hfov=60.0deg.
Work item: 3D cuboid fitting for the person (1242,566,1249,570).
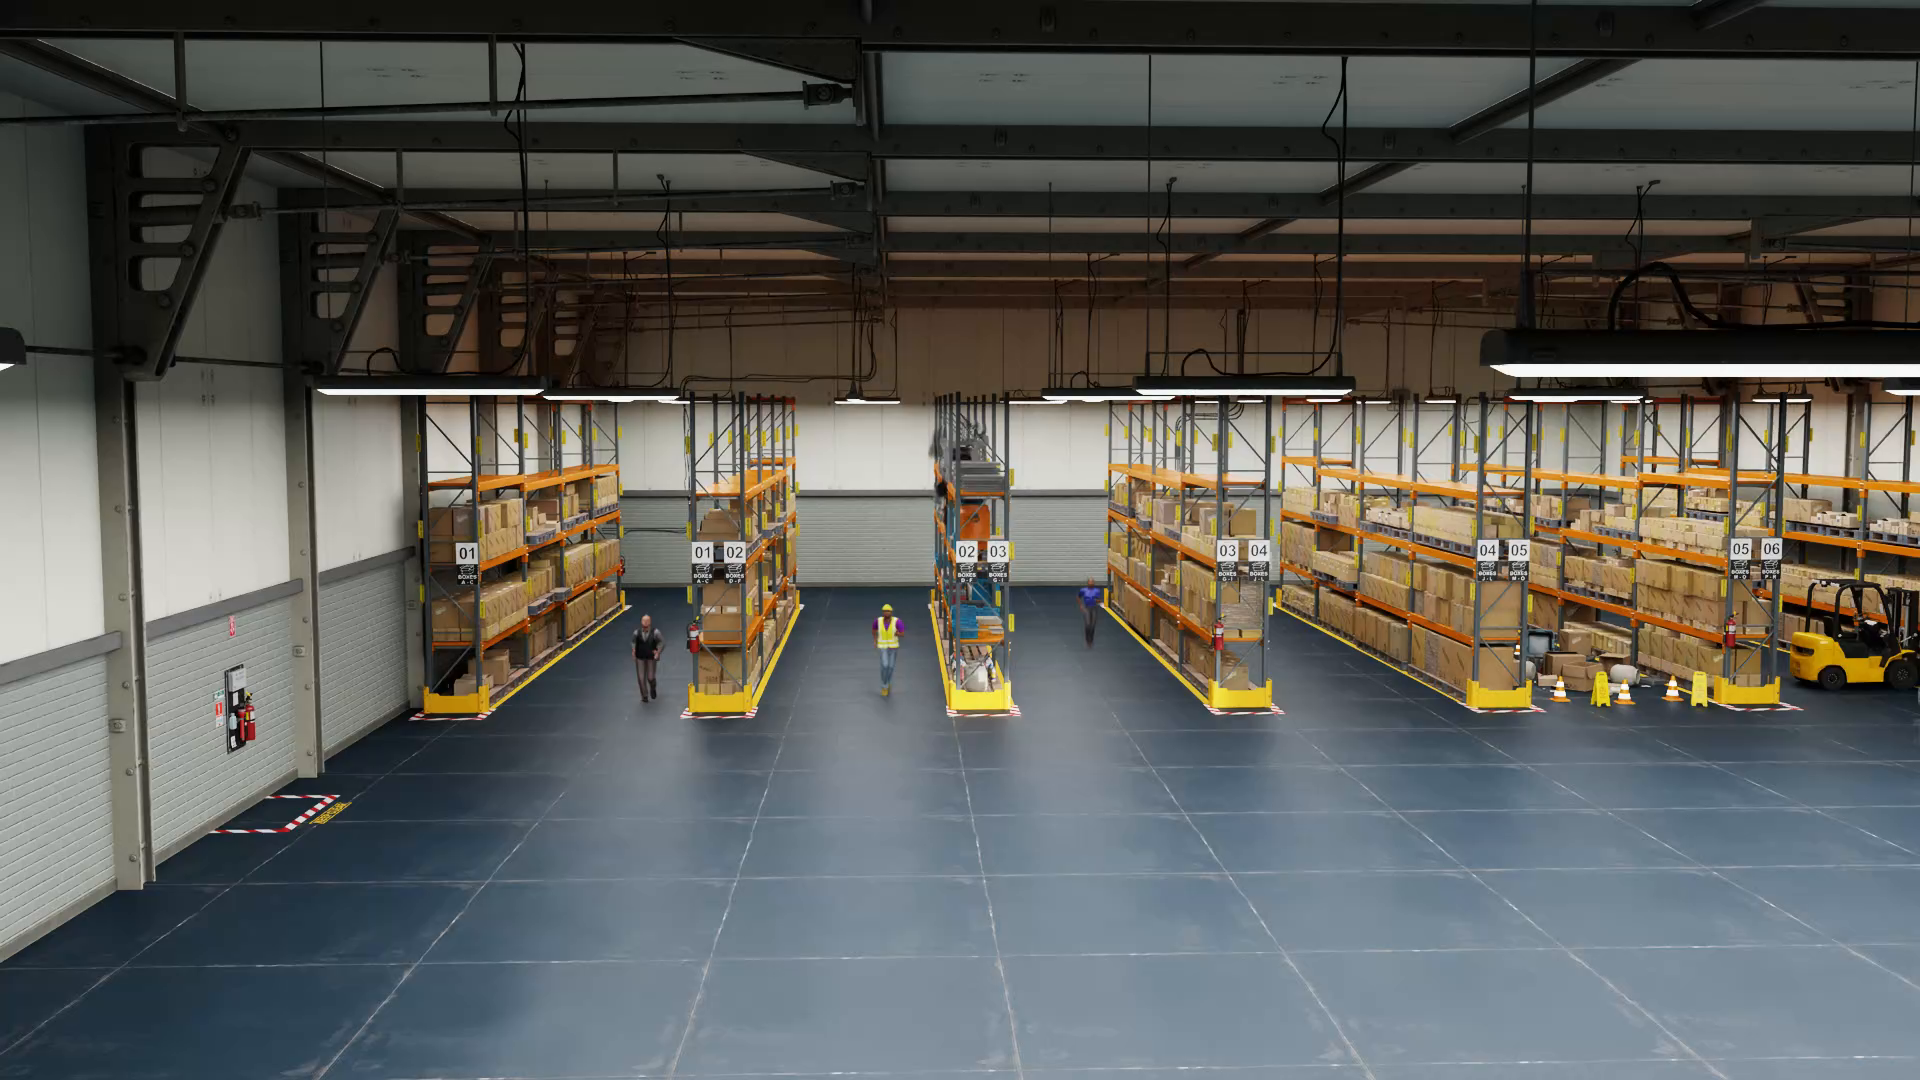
[{"bbox_3d":[7.930,1.134,46.638,0.733,1.725,0.675,1,5,17],"label":"person"}]

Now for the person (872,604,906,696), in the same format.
[{"bbox_3d":[-1.417,2.191,33.249,0.664,1.833,0.783,-1,5,-7],"label":"person"}]

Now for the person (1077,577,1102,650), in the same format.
[{"bbox_3d":[3.095,1.744,39.488,0.560,1.699,0.711,-1,5,-8],"label":"person"}]

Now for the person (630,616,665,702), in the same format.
[{"bbox_3d":[-6.062,2.306,32.152,0.675,1.682,0.546,0,5,-1],"label":"person"}]
